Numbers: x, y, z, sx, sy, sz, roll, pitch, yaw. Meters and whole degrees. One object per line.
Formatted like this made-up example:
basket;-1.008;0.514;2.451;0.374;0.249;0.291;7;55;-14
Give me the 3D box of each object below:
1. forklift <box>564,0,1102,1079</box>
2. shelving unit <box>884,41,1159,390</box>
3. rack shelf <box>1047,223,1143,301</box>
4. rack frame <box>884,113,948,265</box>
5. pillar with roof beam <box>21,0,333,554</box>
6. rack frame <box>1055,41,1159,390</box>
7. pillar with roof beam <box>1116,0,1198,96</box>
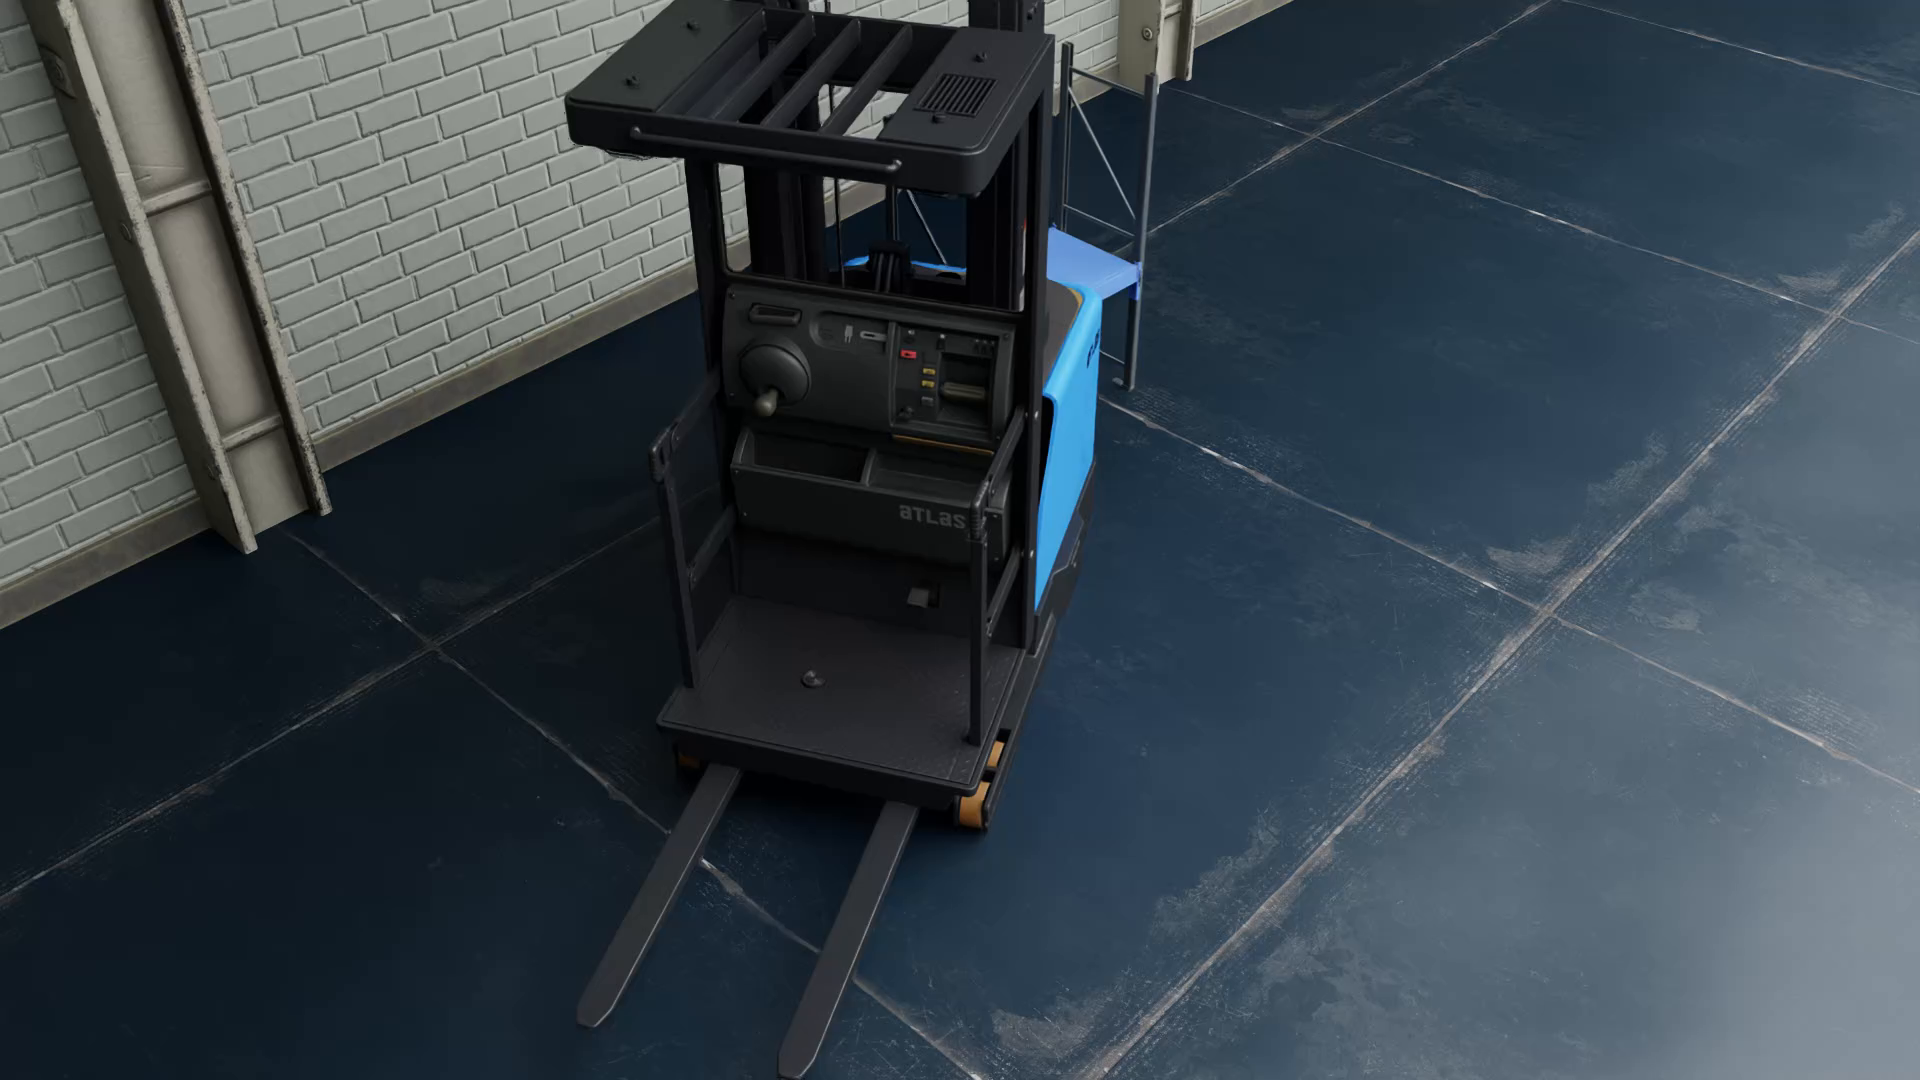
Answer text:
forklift;-0.348;-0.461;4.975;1.130;2.935;3.031;10;40;12
shelving unit;0.253;-1.165;7.010;1.048;1.500;0.538;-32;48;-34
rack shelf;0.253;-1.025;7.122;1.000;0.185;0.538;-32;48;-34
rack frame;-0.107;-0.942;6.729;0.032;1.500;0.500;-32;48;-34
pillar with roof beam;0.329;-1.811;1.797;9.100;9.000;0.400;30;47;32
rack frame;0.613;-1.389;7.292;0.032;1.500;0.500;-32;48;-34
pillar with roof beam;4.377;-4.567;5.263;9.100;9.000;0.400;30;47;32
